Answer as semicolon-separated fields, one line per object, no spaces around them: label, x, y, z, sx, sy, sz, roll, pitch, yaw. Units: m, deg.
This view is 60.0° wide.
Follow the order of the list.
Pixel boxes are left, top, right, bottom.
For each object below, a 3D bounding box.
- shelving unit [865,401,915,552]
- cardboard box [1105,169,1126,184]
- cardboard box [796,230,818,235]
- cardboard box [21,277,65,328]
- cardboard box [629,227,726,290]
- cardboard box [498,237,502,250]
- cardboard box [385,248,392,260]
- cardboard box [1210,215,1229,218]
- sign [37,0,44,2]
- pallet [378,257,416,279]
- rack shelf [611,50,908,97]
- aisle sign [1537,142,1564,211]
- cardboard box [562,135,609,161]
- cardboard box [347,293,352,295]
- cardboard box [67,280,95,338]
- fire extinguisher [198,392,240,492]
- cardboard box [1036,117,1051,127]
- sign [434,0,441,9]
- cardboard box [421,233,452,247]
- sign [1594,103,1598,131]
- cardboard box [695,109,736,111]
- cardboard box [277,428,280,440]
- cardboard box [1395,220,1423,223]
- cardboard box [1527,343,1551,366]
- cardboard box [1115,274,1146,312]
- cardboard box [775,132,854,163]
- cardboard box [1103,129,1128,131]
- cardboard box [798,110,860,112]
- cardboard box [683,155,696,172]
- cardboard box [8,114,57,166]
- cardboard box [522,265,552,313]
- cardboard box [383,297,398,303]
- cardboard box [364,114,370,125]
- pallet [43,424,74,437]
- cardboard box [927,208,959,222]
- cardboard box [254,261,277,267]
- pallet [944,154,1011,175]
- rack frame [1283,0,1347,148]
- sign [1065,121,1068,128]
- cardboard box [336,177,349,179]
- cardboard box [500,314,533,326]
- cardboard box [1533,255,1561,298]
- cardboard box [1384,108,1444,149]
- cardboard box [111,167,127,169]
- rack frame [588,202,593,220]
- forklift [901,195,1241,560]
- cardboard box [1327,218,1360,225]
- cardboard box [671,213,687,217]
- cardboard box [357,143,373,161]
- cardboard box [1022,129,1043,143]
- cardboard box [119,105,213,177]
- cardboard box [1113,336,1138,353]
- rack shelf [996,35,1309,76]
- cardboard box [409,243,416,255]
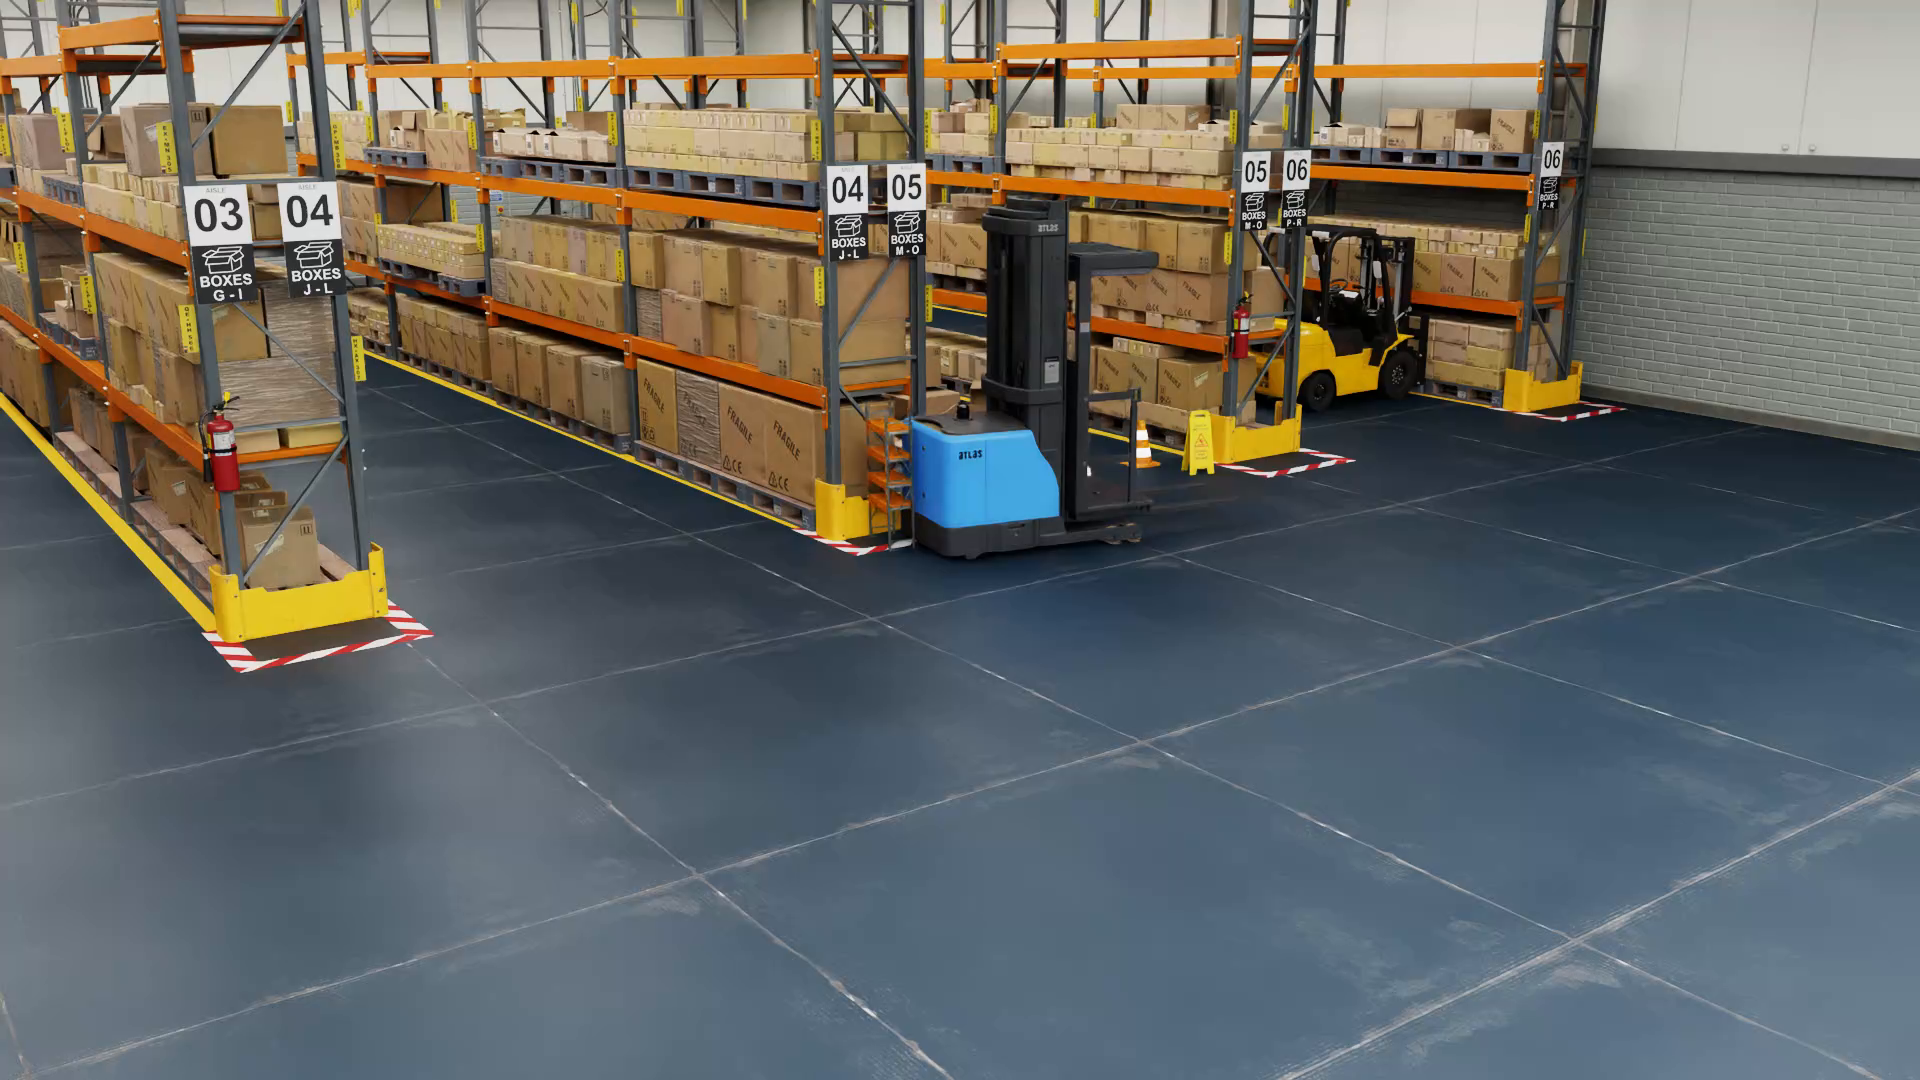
shelving unit;-0.601;-0.554;14.316;0.258;1.200;0.503;-7;17;-21
cardboard box;1.827;-4.033;18.422;0.380;0.149;0.250;-11;19;-35
cardboard box;-2.017;-4.662;23.843;0.500;0.500;0.500;-11;19;-36
cardboard box;-10.008;-2.638;18.344;0.500;0.500;0.500;-10;18;-33
cardboard box;-2.905;-2.926;17.257;0.875;0.550;0.550;-11;19;-35
cardboard box;-5.722;-3.826;21.425;0.380;0.149;0.250;-11;19;-36
cardboard box;-7.771;-3.993;23.164;0.380;0.149;0.250;-11;18;-34
cardboard box;3.971;-4.781;24.943;0.380;0.149;0.250;-11;19;-34
sign;-11.438;-6.846;20.625;0.100;0.325;0.005;-11;19;-35
pallet;-7.467;-3.847;23.314;1.003;0.211;1.213;-11;19;-35
rack shelf;-1.919;-4.344;15.522;1.077;0.370;4.000;-11;19;-35
aisle sign;7.016;-4.319;19.749;0.394;0.787;0.004;-11;19;-35
cardboard box;-3.998;-4.272;18.120;0.500;0.250;0.500;-11;19;-35
cardboard box;-9.813;-3.816;26.314;0.380;0.149;0.250;-11;19;-35
cardboard box;-8.260;-2.277;16.223;0.797;0.503;0.637;-9;18;-29
fire extinguisher;-5.119;-0.682;11.531;0.296;0.674;0.183;-11;19;-35
cardboard box;1.457;-6.794;27.000;0.380;0.149;0.250;-11;19;-36
sign;-7.353;-7.634;23.351;0.100;0.325;0.005;-11;19;-35
cardboard box;-6.864;-3.950;21.879;0.380;0.149;0.250;-10;18;-32
sign;7.667;-5.116;20.098;0.100;0.325;0.005;-11;19;-35
cardboard box;-2.473;-4.296;16.888;0.380;0.149;0.250;-11;19;-35
cardboard box;-4.920;-0.848;12.468;0.380;0.149;0.250;-11;19;-35
cardboard box;6.022;-4.183;22.197;0.380;0.149;0.250;-11;19;-35
cardboard box;7.106;-2.375;21.036;0.500;0.250;0.500;-10;18;-34
cardboard box;2.078;-2.833;18.492;0.500;0.500;0.500;-11;19;-35
cardboard box;-1.256;-3.393;14.345;0.500;0.250;0.500;-11;19;-34
cardboard box;1.838;-4.664;19.217;0.380;0.149;0.250;-11;19;-36
cardboard box;-1.846;-5.818;23.477;0.797;0.503;0.637;-12;20;-38
cardboard box;-2.405;-3.592;15.826;0.380;0.149;0.250;-11;19;-34
cardboard box;-9.450;-4.119;17.125;0.500;0.500;0.500;-11;19;-34
cardboard box;-4.803;-2.966;19.542;0.500;0.500;0.500;-11;19;-35
cardboard box;-8.731;-3.684;25.830;0.380;0.149;0.250;-11;19;-34
cardboard box;-8.204;-5.958;23.562;0.380;0.149;0.250;-12;19;-37
pallet;-9.920;-1.358;19.139;1.003;0.211;1.213;-11;19;-35
cardboard box;-0.200;-4.178;21.382;0.380;0.149;0.250;-12;19;-37
cardboard box;-5.799;-1.969;13.441;0.500;0.500;0.500;-11;19;-35
pallet;0.573;-4.712;20.783;1.213;0.211;1.003;-11;19;-35
rack frame;4.863;-6.872;22.638;1.000;3.000;0.127;-11;19;-35
sign;1.284;-4.989;20.462;0.100;0.325;0.005;-11;19;-35
cardboard box;-9.799;-5.410;26.013;0.500;0.500;0.500;-10;18;-33
cardboard box;-5.656;-2.815;21.698;0.500;0.250;0.500;-12;19;-37
cardboard box;7.148;-3.322;20.840;0.500;0.500;0.500;-10;18;-33
cardboard box;5.923;-5.294;21.372;0.797;0.503;0.637;-10;18;-33
cardboard box;-6.691;-2.965;13.575;0.380;0.149;0.250;-10;18;-33
rack frame;-6.206;-5.770;29.975;1.000;3.000;0.127;-11;19;-35
forklift;1.043;-1.490;14.468;3.031;2.935;1.130;-7;17;-24
cardboard box;5.194;-4.274;22.529;0.380;0.149;0.250;-11;19;-36
cardboard box;-4.355;-5.504;26.920;0.500;0.500;0.500;-11;19;-35
cardboard box;-8.305;-5.563;23.822;0.500;0.250;0.500;-10;18;-33
cardboard box;0.948;-4.749;19.527;0.380;0.149;0.250;-10;18;-33
cardboard box;-5.930;-2.986;12.423;0.500;0.500;0.500;-11;19;-35
cardboard box;1.951;-2.213;18.745;0.380;0.149;0.250;-10;18;-32
rack shelf;2.026;-5.325;18.356;1.077;0.370;4.000;-11;19;-35
cardboard box;-7.163;-3.916;22.317;0.380;0.149;0.250;-11;19;-35
